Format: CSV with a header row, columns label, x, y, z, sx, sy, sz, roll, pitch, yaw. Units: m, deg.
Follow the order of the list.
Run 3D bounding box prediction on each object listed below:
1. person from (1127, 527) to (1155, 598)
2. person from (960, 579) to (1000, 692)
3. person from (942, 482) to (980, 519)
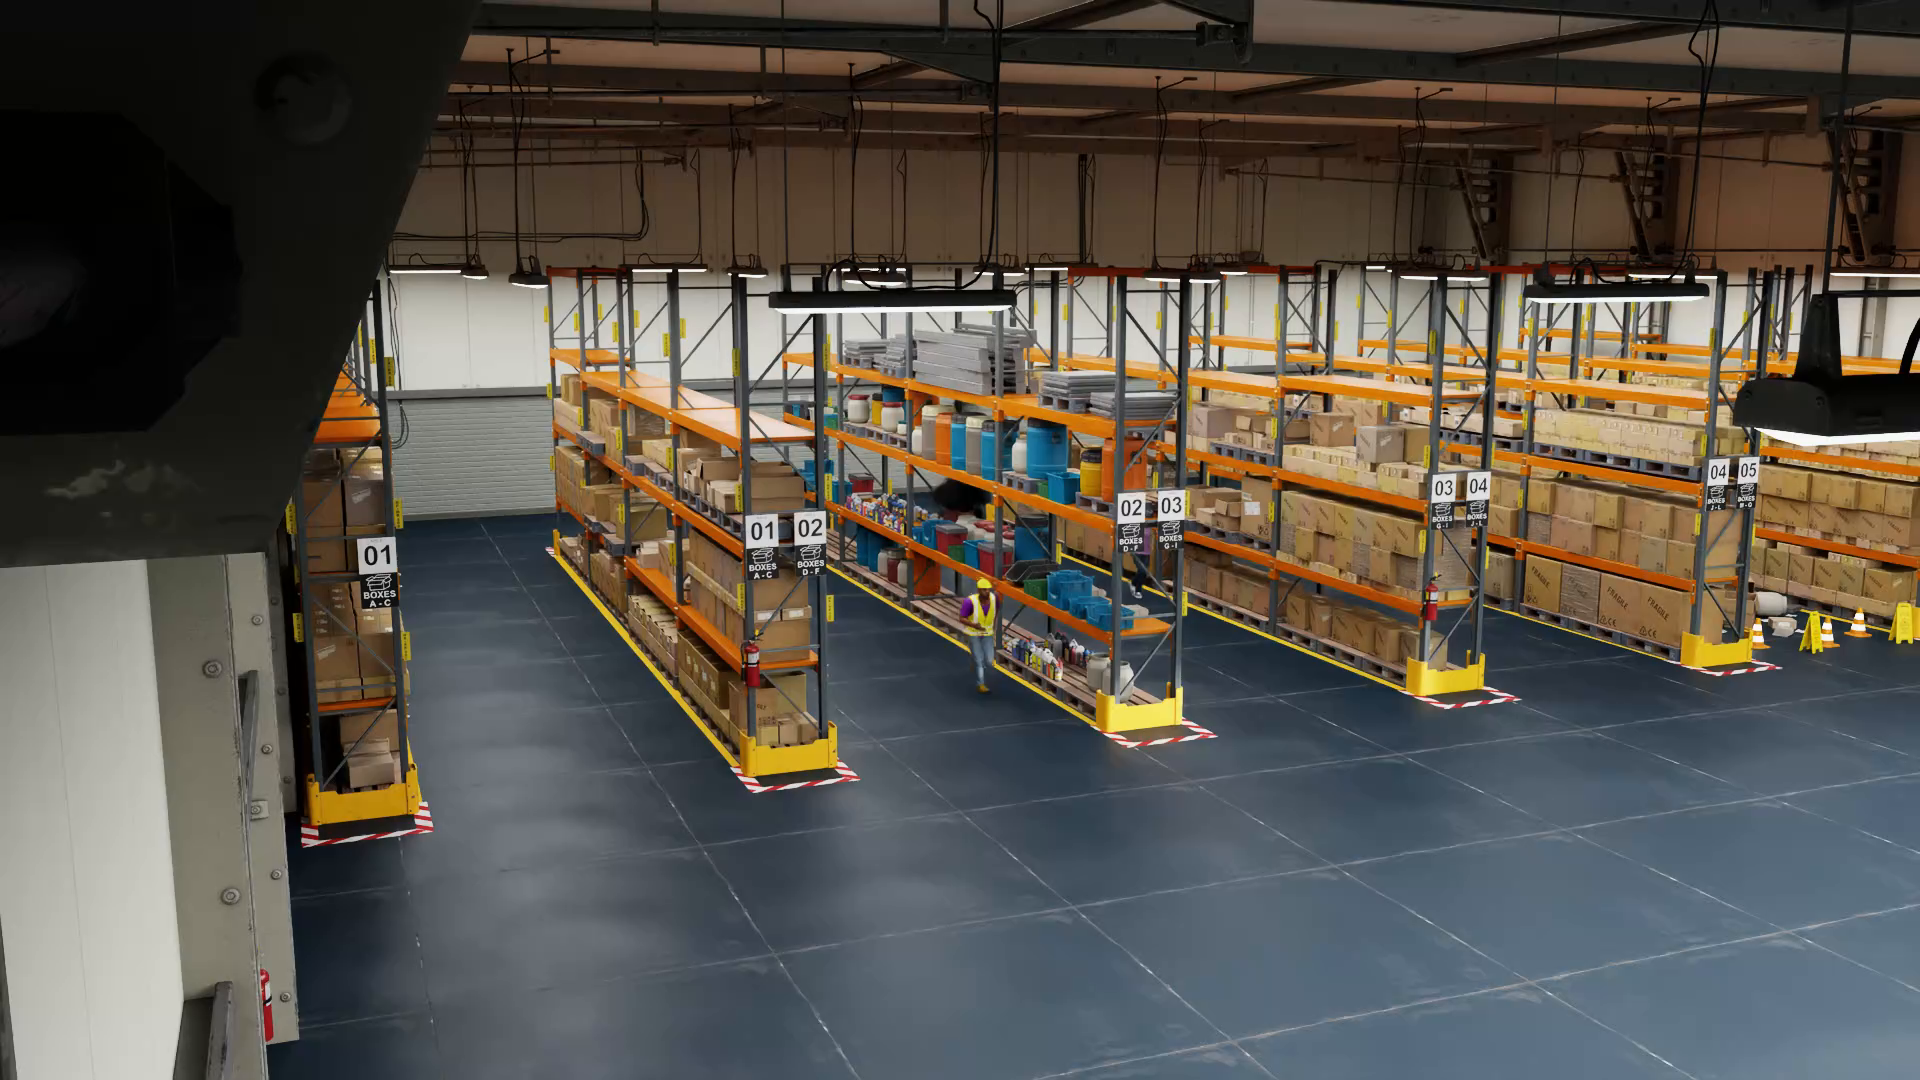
label,x,y,z,sx,sy,sz,roll,pitch,yaw
person,3.168,0.257,28.983,0.537,1.566,0.525,-3,10,-19
person,0.302,1.368,23.950,0.673,1.701,0.722,-3,10,-18
person,0.034,-1.286,39.479,0.936,1.664,0.605,-2,10,-11
